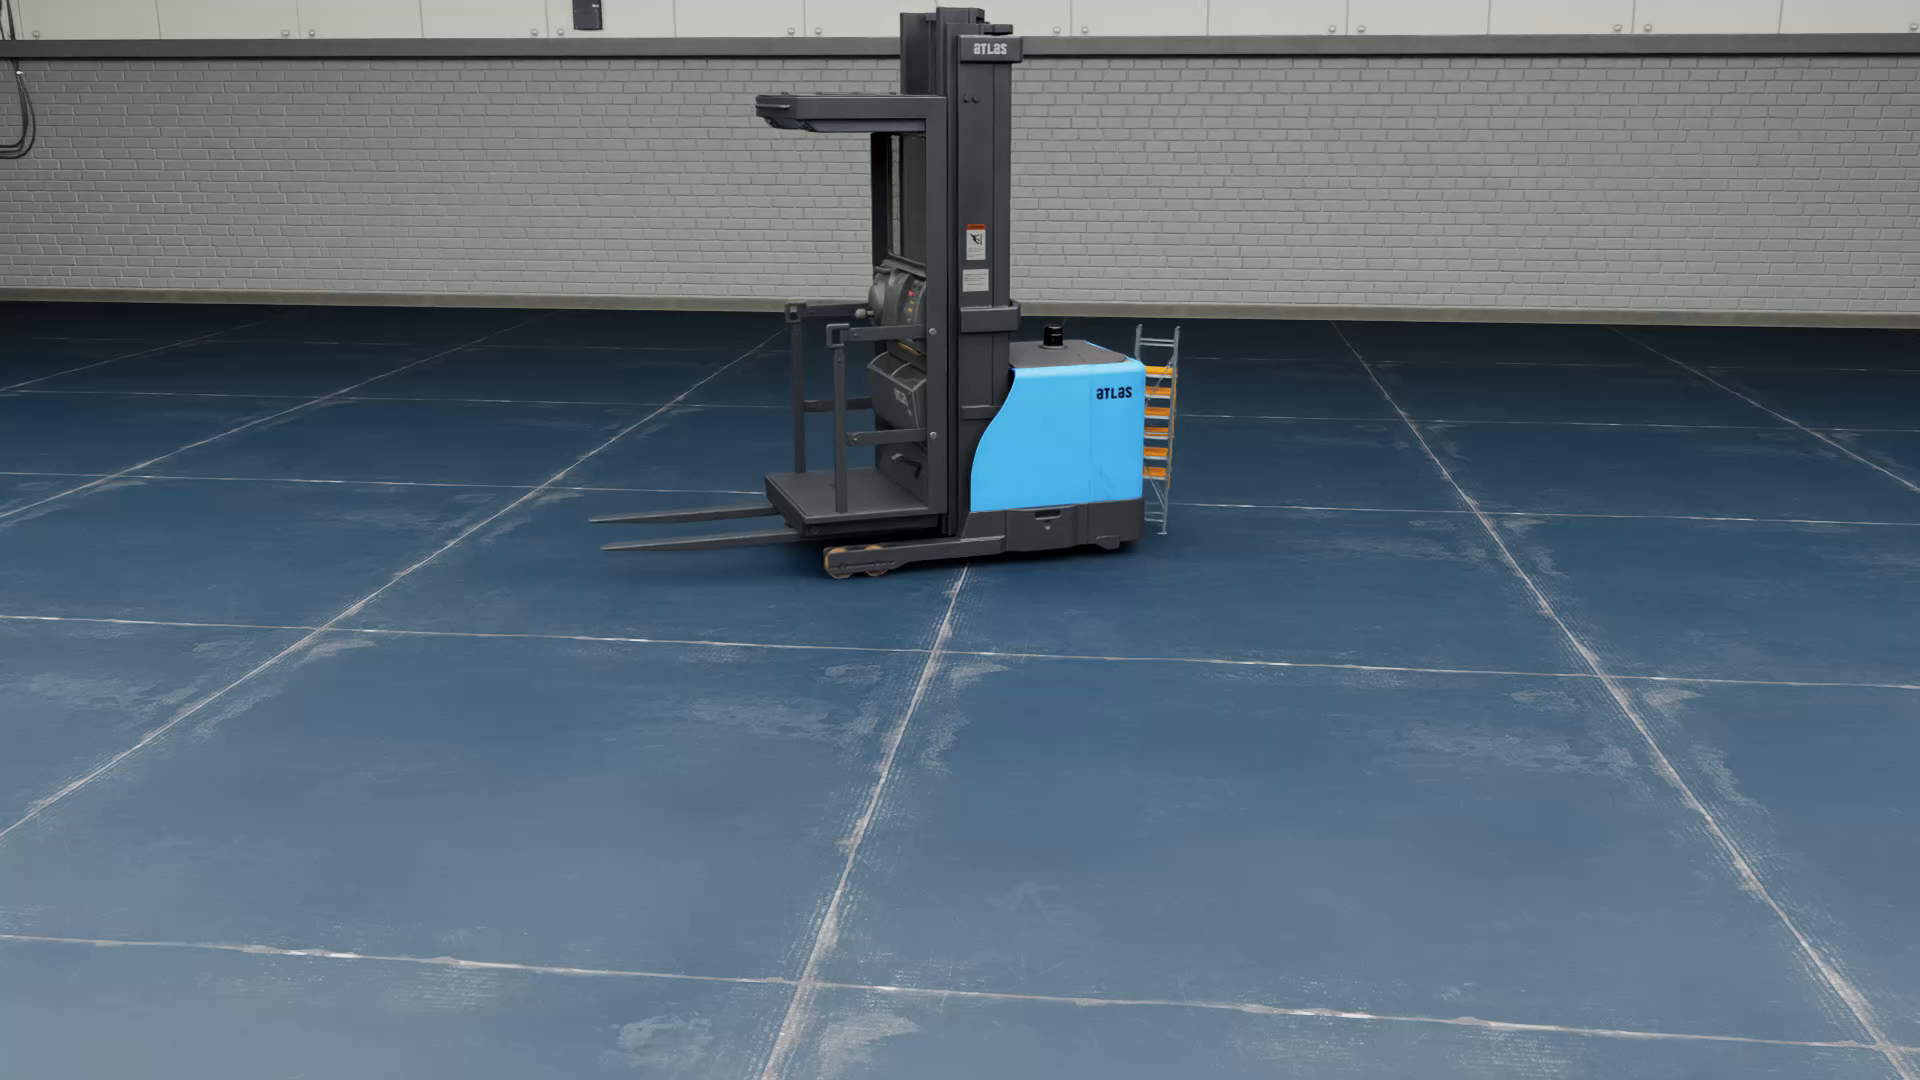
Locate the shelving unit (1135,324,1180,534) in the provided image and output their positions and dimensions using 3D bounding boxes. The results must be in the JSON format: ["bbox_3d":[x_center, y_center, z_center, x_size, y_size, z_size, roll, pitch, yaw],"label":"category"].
[{"bbox_3d":[1.123,-0.644,9.728,0.258,1.200,0.189,4,15,9],"label":"shelving unit"}]

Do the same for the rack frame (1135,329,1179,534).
[{"bbox_3d":[1.108,-0.620,9.640,0.240,1.200,0.006,4,15,9],"label":"rack frame"}]

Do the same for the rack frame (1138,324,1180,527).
[{"bbox_3d":[1.139,-0.667,9.815,0.240,1.200,0.006,4,15,9],"label":"rack frame"}]

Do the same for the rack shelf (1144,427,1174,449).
[{"bbox_3d":[1.122,-0.601,9.739,0.258,0.103,0.180,4,15,9],"label":"rack shelf"}]

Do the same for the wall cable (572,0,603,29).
[{"bbox_3d":[-3.248,-8.693,18.057,2.305,6.003,0.169,2,15,6],"label":"wall cable"}]

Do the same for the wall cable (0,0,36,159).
[{"bbox_3d":[-12.679,-5.837,19.956,3.097,2.526,0.112,2,15,6],"label":"wall cable"}]

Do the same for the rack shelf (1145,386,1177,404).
[{"bbox_3d":[1.129,-0.832,9.676,0.258,0.103,0.180,4,15,9],"label":"rack shelf"}]

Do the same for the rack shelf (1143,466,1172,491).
[{"bbox_3d":[1.115,-0.369,9.803,0.258,0.103,0.180,4,15,9],"label":"rack shelf"}]

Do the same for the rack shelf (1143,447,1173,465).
[{"bbox_3d":[1.118,-0.485,9.771,0.258,0.103,0.180,4,15,9],"label":"rack shelf"}]

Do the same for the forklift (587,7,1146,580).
[{"bbox_3d":[-0.530,-1.358,9.070,3.031,2.935,1.130,-5,16,-17],"label":"forklift"}]

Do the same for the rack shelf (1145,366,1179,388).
[{"bbox_3d":[1.133,-0.948,9.644,0.258,0.103,0.180,4,15,9],"label":"rack shelf"}]

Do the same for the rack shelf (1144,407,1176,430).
[{"bbox_3d":[1.126,-0.717,9.708,0.258,0.103,0.180,4,15,9],"label":"rack shelf"}]
